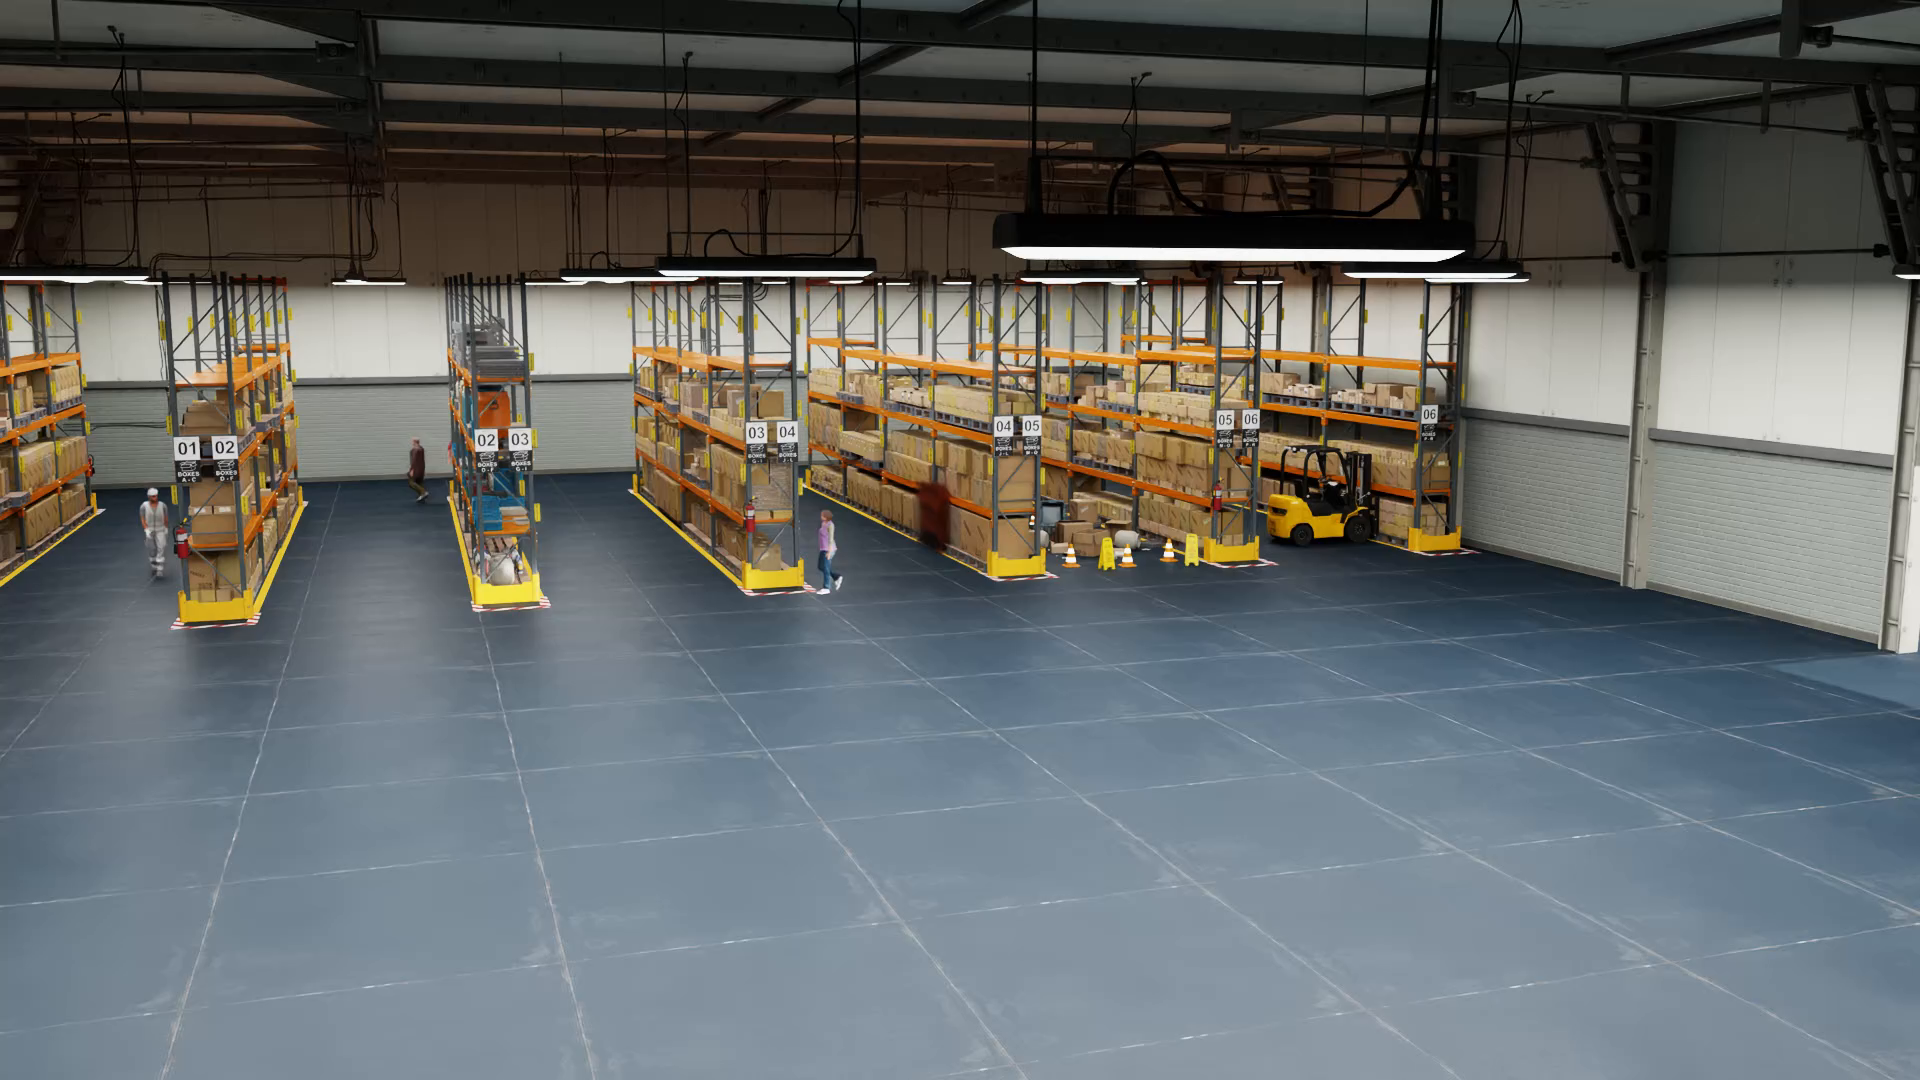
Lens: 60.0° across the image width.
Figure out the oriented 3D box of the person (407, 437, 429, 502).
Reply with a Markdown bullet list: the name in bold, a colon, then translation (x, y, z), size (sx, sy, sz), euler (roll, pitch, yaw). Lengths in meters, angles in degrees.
- **person**: translation (-14.511, -1.859, 44.642), size (0.580, 1.717, 0.684), euler (1, 9, 3)

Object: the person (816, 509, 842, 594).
- **person**: translation (-2.482, 0.208, 31.385), size (0.589, 1.594, 0.459), euler (-4, 9, -24)

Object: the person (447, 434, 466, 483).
- **person**: translation (-14.307, -2.268, 47.366), size (0.512, 1.650, 1.114), euler (2, 9, 16)

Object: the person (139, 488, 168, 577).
- **person**: translation (-16.154, -0.171, 33.372), size (0.517, 1.735, 0.962), euler (-5, 10, -28)
